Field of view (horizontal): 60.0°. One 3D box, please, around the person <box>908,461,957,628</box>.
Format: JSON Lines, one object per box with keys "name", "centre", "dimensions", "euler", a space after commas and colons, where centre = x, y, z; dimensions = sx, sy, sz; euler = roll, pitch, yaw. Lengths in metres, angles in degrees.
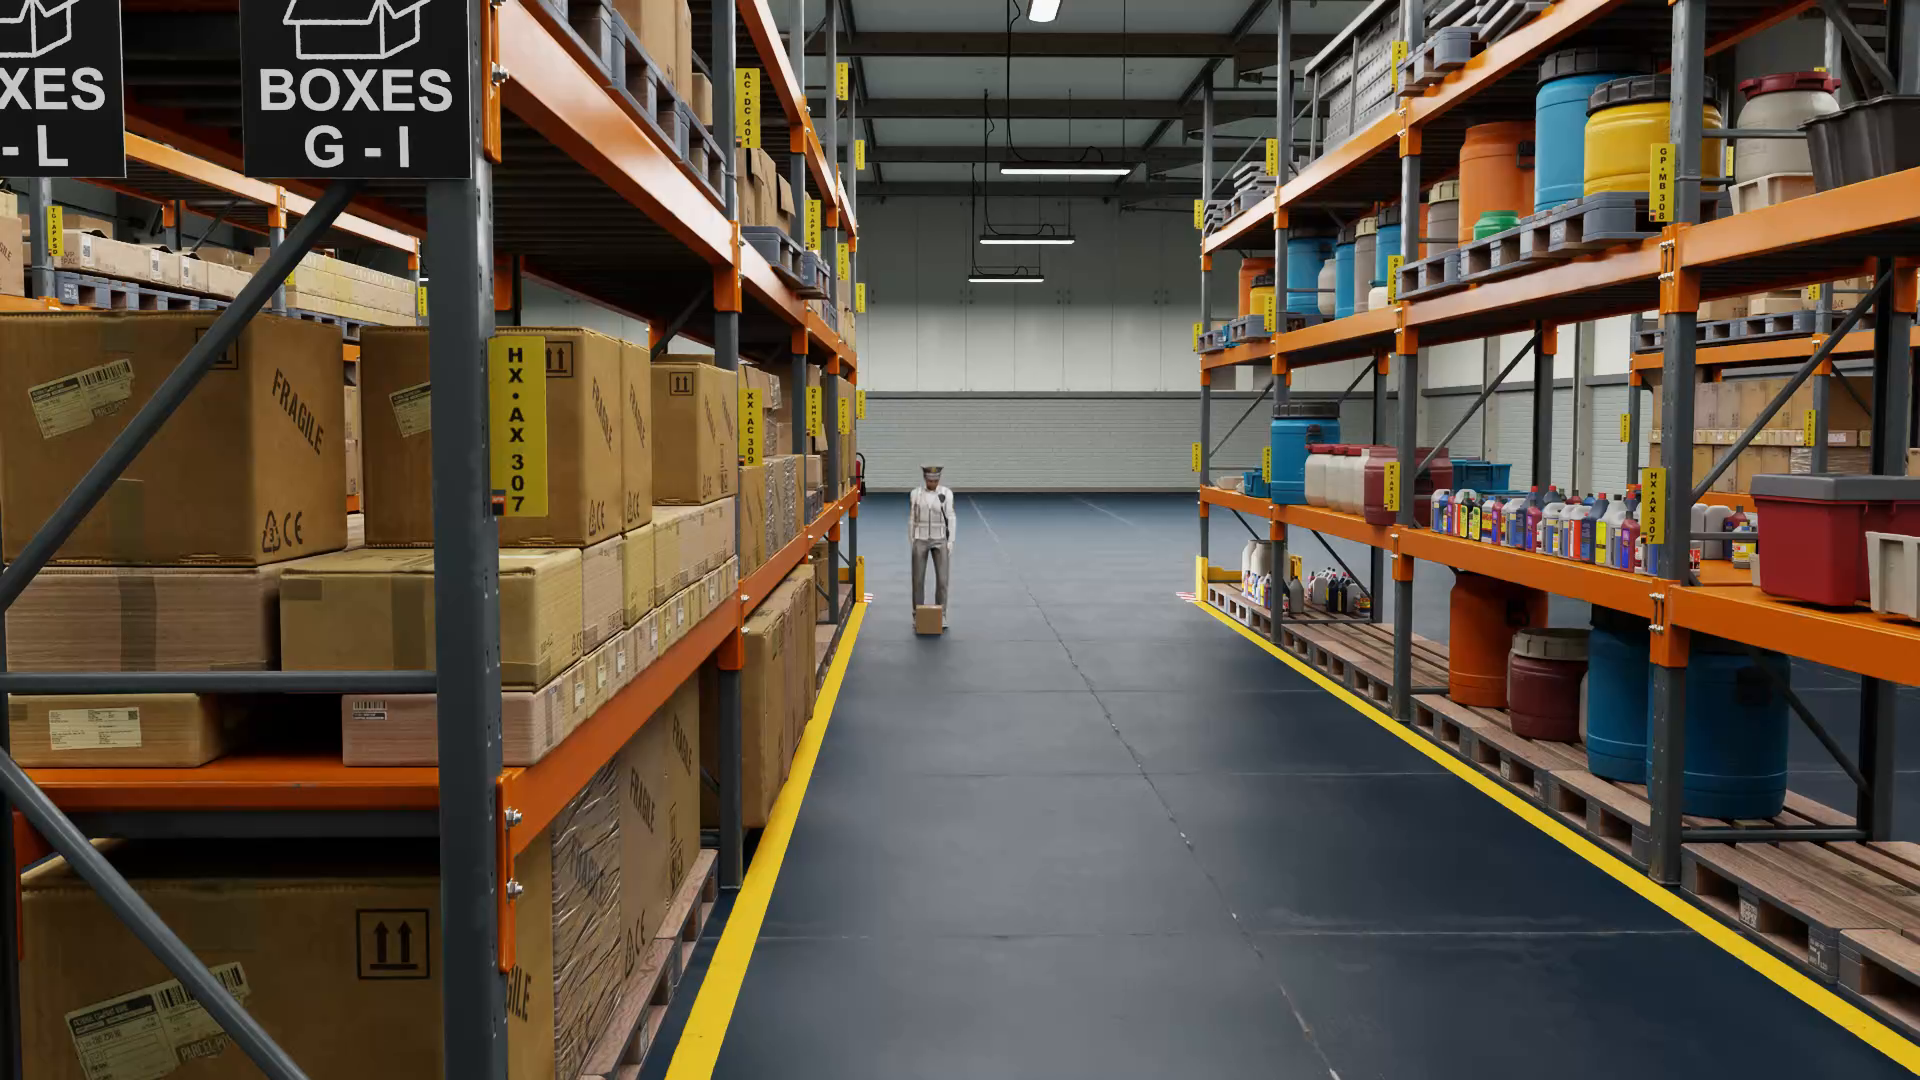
{"name": "person", "centre": [-0.286, 0.045, 16.477], "dimensions": [0.456, 1.655, 0.366], "euler": [0, 4, 0]}
